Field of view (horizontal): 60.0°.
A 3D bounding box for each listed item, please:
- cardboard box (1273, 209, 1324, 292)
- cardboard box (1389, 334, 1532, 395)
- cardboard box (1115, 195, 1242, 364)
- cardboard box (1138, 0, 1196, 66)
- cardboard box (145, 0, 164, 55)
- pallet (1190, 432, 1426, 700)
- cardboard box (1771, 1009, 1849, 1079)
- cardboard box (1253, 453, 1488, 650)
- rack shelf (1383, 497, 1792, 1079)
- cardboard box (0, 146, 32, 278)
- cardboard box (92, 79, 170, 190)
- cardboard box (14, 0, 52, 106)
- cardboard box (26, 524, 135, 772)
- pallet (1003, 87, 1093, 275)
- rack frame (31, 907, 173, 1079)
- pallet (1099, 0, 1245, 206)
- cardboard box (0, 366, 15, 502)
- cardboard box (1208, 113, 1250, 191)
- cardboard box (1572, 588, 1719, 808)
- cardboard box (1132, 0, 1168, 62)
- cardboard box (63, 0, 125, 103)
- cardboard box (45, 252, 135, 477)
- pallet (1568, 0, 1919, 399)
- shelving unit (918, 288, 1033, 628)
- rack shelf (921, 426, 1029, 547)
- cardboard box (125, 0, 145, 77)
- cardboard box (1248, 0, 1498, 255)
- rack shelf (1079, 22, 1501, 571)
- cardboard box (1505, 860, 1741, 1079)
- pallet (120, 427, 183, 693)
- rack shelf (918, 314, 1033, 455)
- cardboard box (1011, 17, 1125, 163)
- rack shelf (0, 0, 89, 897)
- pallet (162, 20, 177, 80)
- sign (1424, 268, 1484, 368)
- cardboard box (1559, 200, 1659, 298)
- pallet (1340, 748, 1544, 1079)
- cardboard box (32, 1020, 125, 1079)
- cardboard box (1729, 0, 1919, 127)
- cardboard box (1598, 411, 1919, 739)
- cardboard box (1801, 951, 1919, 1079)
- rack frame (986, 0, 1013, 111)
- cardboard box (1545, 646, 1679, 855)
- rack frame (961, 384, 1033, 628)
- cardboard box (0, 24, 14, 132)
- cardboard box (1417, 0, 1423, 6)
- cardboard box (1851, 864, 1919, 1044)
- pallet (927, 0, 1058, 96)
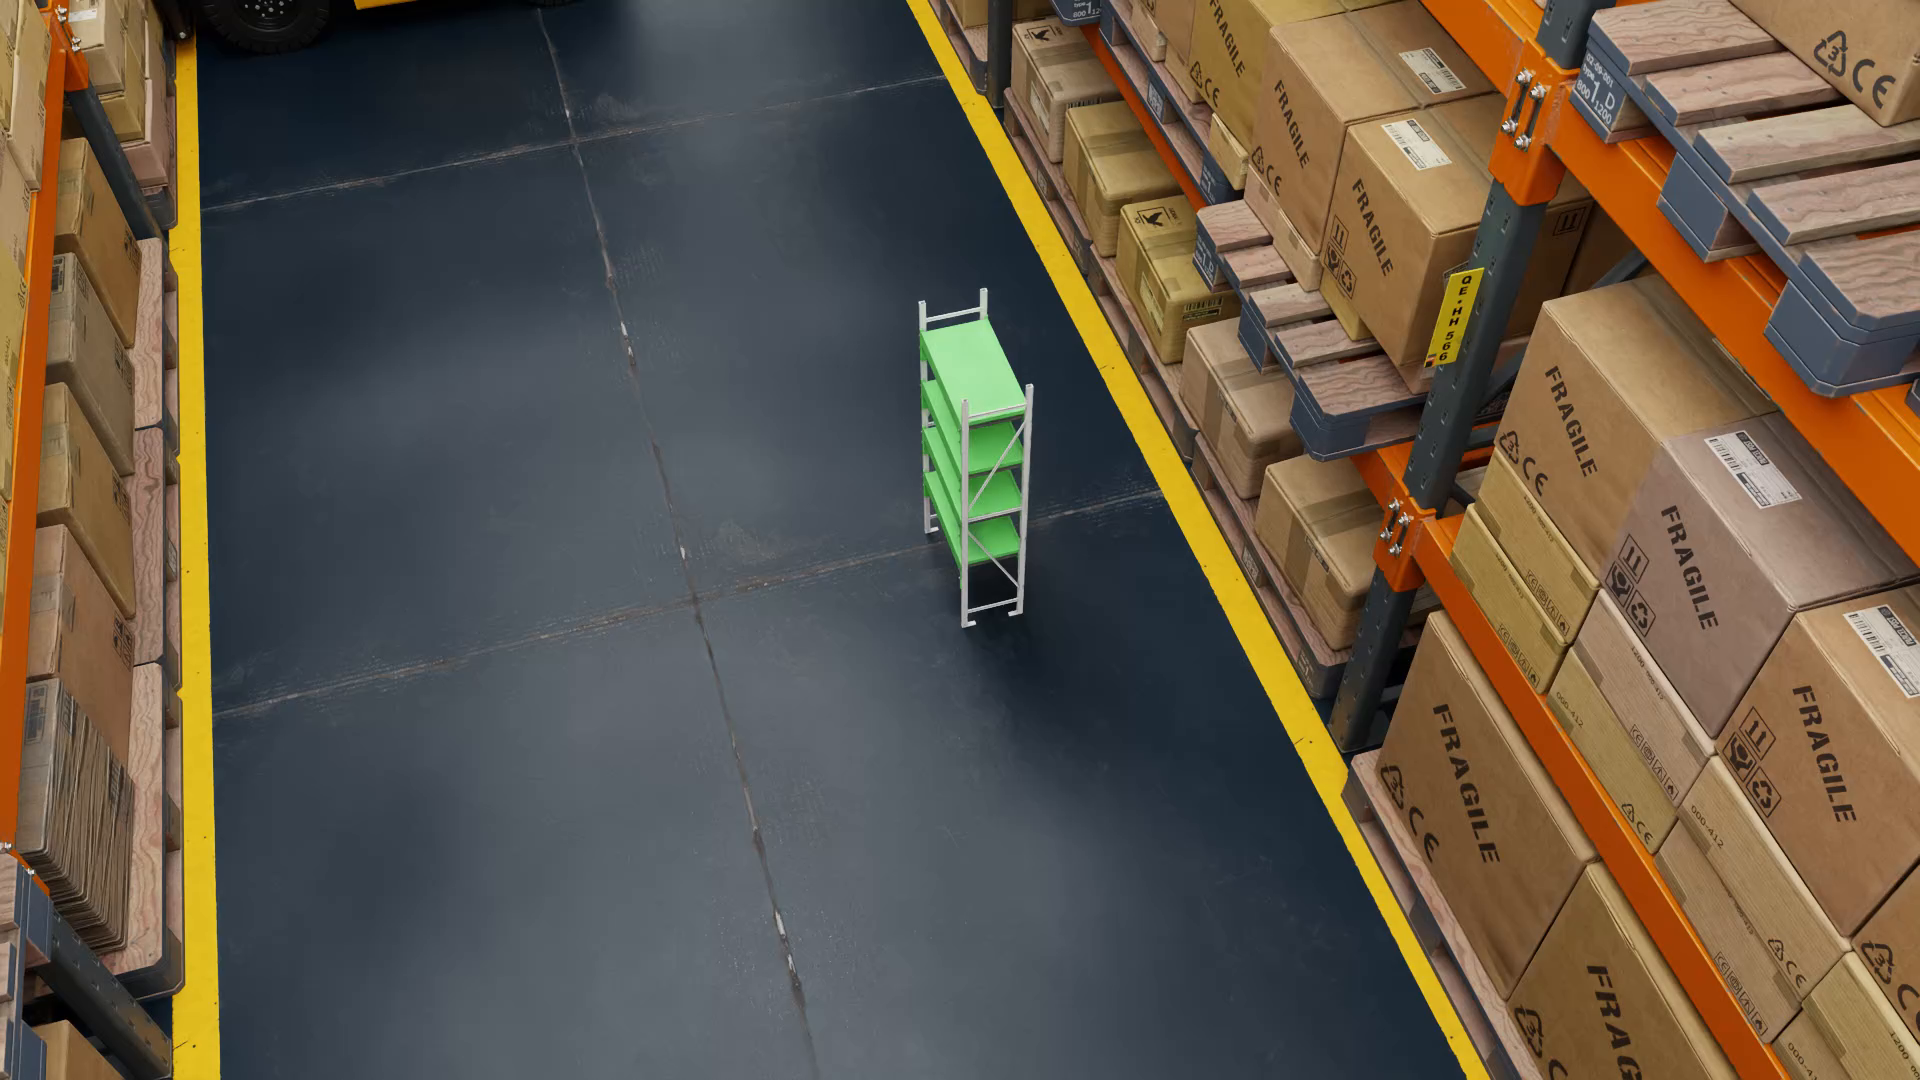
[{"bbox_3d":[1.225,-0.955,5.273,0.380,0.149,0.250,-14,51,-11],"label":"cardboard box"},{"bbox_3d":[1.491,-0.602,4.975,0.380,0.149,0.250,-12,51,-10],"label":"cardboard box"},{"bbox_3d":[1.210,-1.157,6.997,0.950,0.372,0.625,-12,51,-10],"label":"cardboard box"},{"bbox_3d":[0.938,-2.036,5.760,0.500,0.500,0.500,-15,52,-12],"label":"cardboard box"},{"bbox_3d":[-4.270,-2.574,8.272,0.500,0.250,0.500,-13,51,-10],"label":"cardboard box"},{"bbox_3d":[1.583,-0.034,6.430,1.003,0.211,1.213,-13,51,-11],"label":"pallet"},{"bbox_3d":[2.184,1.216,3.650,0.500,0.250,0.500,-13,51,-11],"label":"cardboard box"},{"bbox_3d":[1.655,-0.065,6.076,0.950,0.372,0.625,-16,52,-13],"label":"cardboard box"},{"bbox_3d":[2.404,1.331,3.926,1.077,0.370,4.000,-13,51,-11],"label":"rack shelf"},{"bbox_3d":[-3.441,-1.065,5.574,0.500,0.250,0.500,-13,51,-11],"label":"cardboard box"},{"bbox_3d":[-3.938,-1.835,7.649,0.500,0.250,0.500,-13,51,-11],"label":"cardboard box"},{"bbox_3d":[-3.712,-1.801,6.194,0.500,0.250,0.500,-12,51,-10],"label":"cardboard box"},{"bbox_3d":[-3.300,0.459,5.469,0.875,0.625,0.625,-12,51,-10],"label":"cardboard box"},{"bbox_3d":[0.861,-1.816,7.932,1.003,0.211,1.213,-13,51,-11],"label":"pallet"},{"bbox_3d":[-2.928,0.764,3.934,1.000,3.000,0.127,-13,51,-11],"label":"rack frame"},{"bbox_3d":[1.188,-1.736,6.167,1.003,0.211,1.213,-13,51,-11],"label":"pallet"},{"bbox_3d":[-3.129,-0.311,4.938,0.500,0.250,0.500,-15,51,-12],"label":"cardboard box"},{"bbox_3d":[1.063,-1.339,5.596,0.380,0.149,0.250,-13,51,-10],"label":"cardboard box"},{"bbox_3d":[1.878,0.329,4.071,0.500,0.250,0.500,-12,51,-10],"label":"cardboard box"},{"bbox_3d":[0.850,-1.904,6.073,0.380,0.149,0.250,-12,51,-10],"label":"cardboard box"},{"bbox_3d":[-3.954,-2.154,7.263,0.500,0.250,0.500,-14,51,-12],"label":"cardboard box"},{"bbox_3d":[-3.724,-0.581,6.346,0.875,0.625,0.625,-14,51,-11],"label":"cardboard box"},{"bbox_3d":[2.053,-0.809,3.422,1.213,0.211,1.003,-11,51,-9],"label":"pallet"},{"bbox_3d":[0.049,-0.266,5.979,0.258,1.200,0.503,-13,51,-11],"label":"shelving unit"},{"bbox_3d":[0.049,-0.225,6.028,0.258,0.148,0.480,-13,51,-11],"label":"rack shelf"},{"bbox_3d":[-4.110,-2.359,7.763,0.500,0.250,0.500,-14,51,-11],"label":"cardboard box"},{"bbox_3d":[1.249,-1.269,5.113,0.500,0.500,0.500,-14,51,-12],"label":"cardboard box"},{"bbox_3d":[1.221,-1.590,6.389,1.077,0.370,4.000,-13,51,-11],"label":"rack shelf"},{"bbox_3d":[2.197,1.364,4.543,0.875,0.875,0.875,-13,51,-11],"label":"cardboard box"},{"bbox_3d":[-3.492,0.163,6.264,1.003,0.211,1.213,-13,51,-11],"label":"pallet"},{"bbox_3d":[0.049,-0.534,5.661,0.258,0.148,0.480,-13,51,-11],"label":"rack shelf"},{"bbox_3d":[0.787,-2.189,7.867,0.950,0.372,0.625,-13,51,-11],"label":"cardboard box"},{"bbox_3d":[-3.520,-0.465,5.441,1.077,0.370,4.000,-13,51,-11],"label":"rack shelf"},{"bbox_3d":[-4.671,-2.742,8.713,1.003,0.211,1.213,-13,51,-11],"label":"pallet"},{"bbox_3d":[1.297,-0.580,4.361,0.100,0.325,0.005,-13,51,-11],"label":"sign"},{"bbox_3d":[1.900,-1.006,4.891,0.500,0.500,0.500,-15,51,-12],"label":"cardboard box"},{"bbox_3d":[1.973,1.130,5.449,1.003,0.211,1.213,-13,51,-11],"label":"pallet"},{"bbox_3d":[-2.598,1.694,4.510,0.500,0.500,0.500,-12,51,-10],"label":"cardboard box"},{"bbox_3d":[2.068,-1.256,3.332,0.797,0.503,0.637,-16,52,-13],"label":"cardboard box"},{"bbox_3d":[1.880,0.060,3.808,0.500,0.500,0.500,-13,51,-11],"label":"cardboard box"},{"bbox_3d":[2.151,1.070,3.447,0.500,0.250,0.500,-13,51,-10],"label":"cardboard box"},{"bbox_3d":[0.629,-3.283,7.345,1.000,3.000,0.127,-13,51,-11],"label":"rack frame"},{"bbox_3d":[1.885,0.472,4.278,0.500,0.250,0.500,-15,51,-12],"label":"cardboard box"},{"bbox_3d":[0.121,-0.088,5.829,0.240,1.200,0.015,-13,51,-11],"label":"rack frame"},{"bbox_3d":[-3.563,-1.596,5.694,0.500,0.250,0.500,-15,51,-12],"label":"cardboard box"},{"bbox_3d":[1.576,-1.771,5.536,0.500,0.500,0.500,-13,51,-10],"label":"cardboard box"},{"bbox_3d":[2.165,0.810,3.175,0.500,0.500,0.500,-13,51,-10],"label":"cardboard box"},{"bbox_3d":[0.397,-2.867,8.818,1.003,0.211,1.213,-13,51,-11],"label":"pallet"}]
